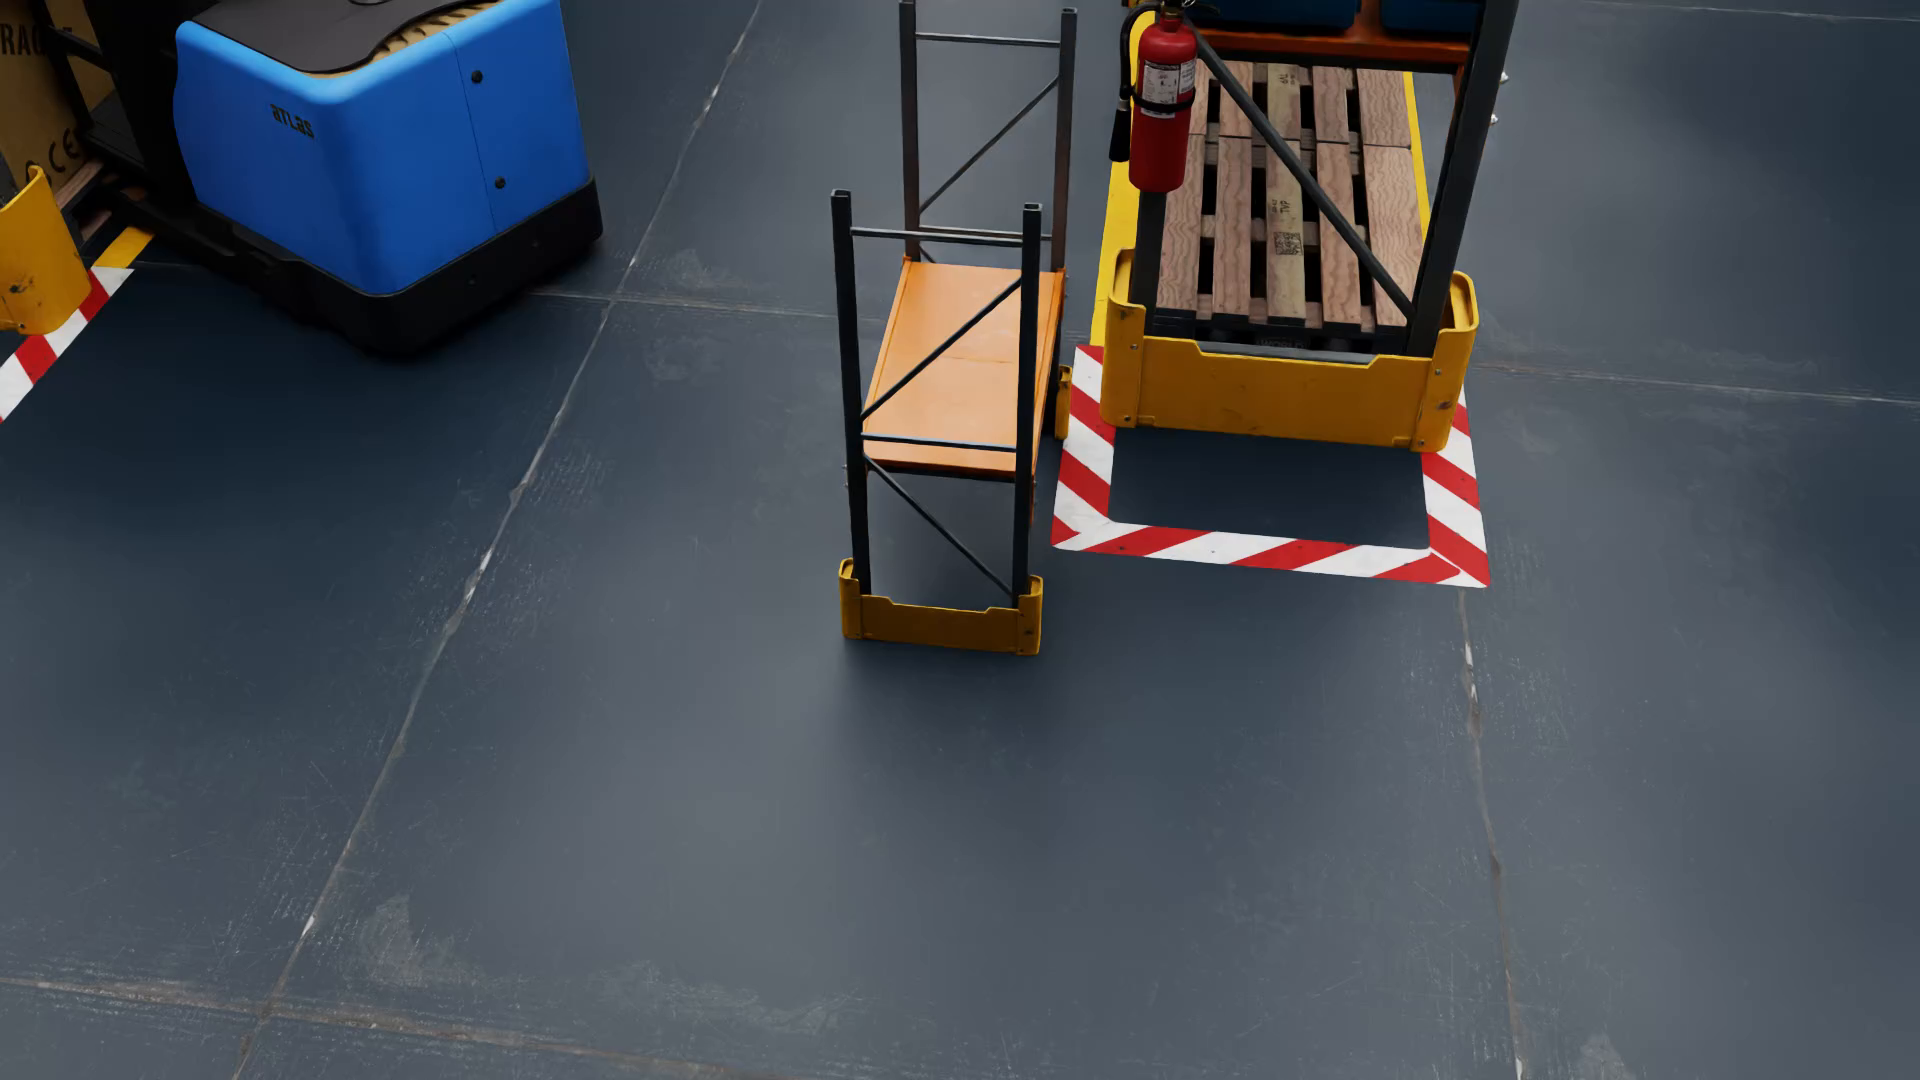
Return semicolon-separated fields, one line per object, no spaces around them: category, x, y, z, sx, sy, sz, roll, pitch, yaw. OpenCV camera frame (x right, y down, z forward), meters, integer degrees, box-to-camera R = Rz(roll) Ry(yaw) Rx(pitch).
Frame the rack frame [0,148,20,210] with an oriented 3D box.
rack frame;-3.846;-2.012;5.194;1.000;3.000;0.127;5;44;6

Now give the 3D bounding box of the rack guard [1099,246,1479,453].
rack guard;1.073;-0.637;5.559;1.175;0.500;0.348;5;44;6

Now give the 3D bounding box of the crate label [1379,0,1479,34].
crate label;1.423;-1.661;4.901;0.416;0.233;0.303;5;44;6

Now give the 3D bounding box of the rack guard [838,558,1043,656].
rack guard;-0.056;0.197;4.860;0.587;0.250;0.087;5;44;6

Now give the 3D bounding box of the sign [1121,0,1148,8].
sign;0.516;-1.660;4.703;0.100;0.325;0.005;5;44;6

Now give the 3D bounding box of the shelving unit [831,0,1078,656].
shelving unit;0.010;-0.597;4.789;0.587;1.500;1.083;5;44;6

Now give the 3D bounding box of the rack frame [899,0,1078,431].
rack frame;0.078;-0.949;5.162;0.500;1.500;0.032;5;44;6

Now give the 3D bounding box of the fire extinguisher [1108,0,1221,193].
fire extinguisher;0.593;-1.337;4.808;0.296;0.674;0.183;5;44;6

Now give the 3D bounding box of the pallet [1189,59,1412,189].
pallet;1.375;-1.937;7.142;1.003;0.211;1.213;5;44;6

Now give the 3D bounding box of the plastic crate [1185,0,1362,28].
plastic crate;0.923;-1.842;4.944;0.616;0.435;0.499;5;44;6

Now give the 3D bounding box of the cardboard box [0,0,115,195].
cardboard box;-3.841;-1.837;6.248;0.875;0.875;0.875;5;44;6

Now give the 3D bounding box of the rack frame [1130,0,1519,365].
rack frame;1.064;-1.562;4.718;1.000;3.000;0.127;5;44;6

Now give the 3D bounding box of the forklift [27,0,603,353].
forklift;-2.853;-2.554;5.816;3.031;2.935;1.130;28;50;26

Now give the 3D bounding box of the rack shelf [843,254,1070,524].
rack shelf;0.011;-0.472;4.919;0.538;0.185;1.000;5;44;6

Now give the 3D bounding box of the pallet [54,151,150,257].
pallet;-3.818;-1.552;6.735;1.003;0.211;1.213;5;44;6

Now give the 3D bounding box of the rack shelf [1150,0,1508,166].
rack shelf;1.328;-2.664;6.405;1.077;0.370;4.000;5;44;6

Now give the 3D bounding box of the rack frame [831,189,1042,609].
rack frame;-0.056;-0.256;4.430;0.500;1.500;0.032;5;44;6

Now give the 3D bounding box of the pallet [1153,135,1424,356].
pallet;1.211;-1.108;6.267;1.003;0.211;1.213;5;44;6

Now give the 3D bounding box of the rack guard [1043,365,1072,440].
rack guard;0.076;-0.482;5.577;0.587;0.250;0.087;5;44;6

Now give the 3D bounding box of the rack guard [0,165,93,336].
rack guard;-3.849;-1.088;6.036;1.175;0.500;0.348;5;44;6
